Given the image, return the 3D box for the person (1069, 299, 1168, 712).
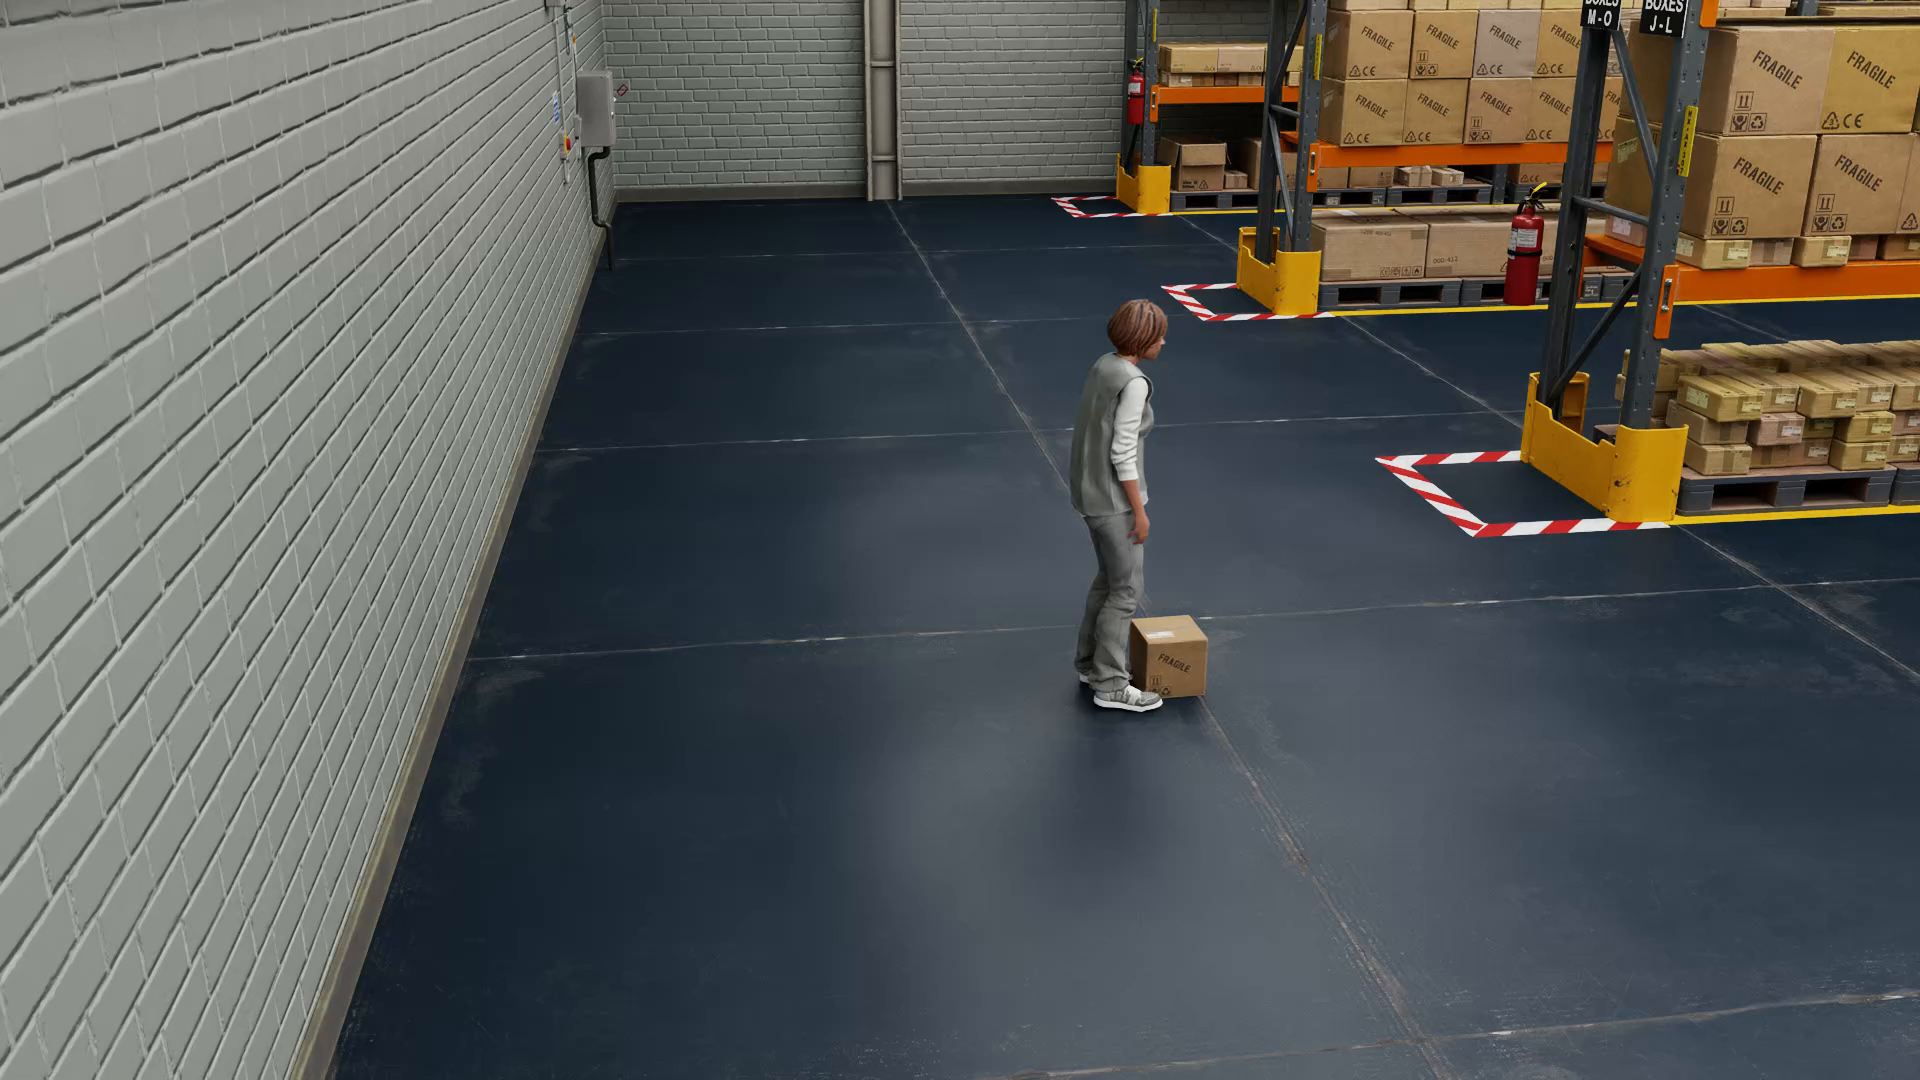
[{"bbox_3d":[0.612,-0.141,6.473,0.348,1.592,0.476,-3,21,-9],"label":"person"}]
